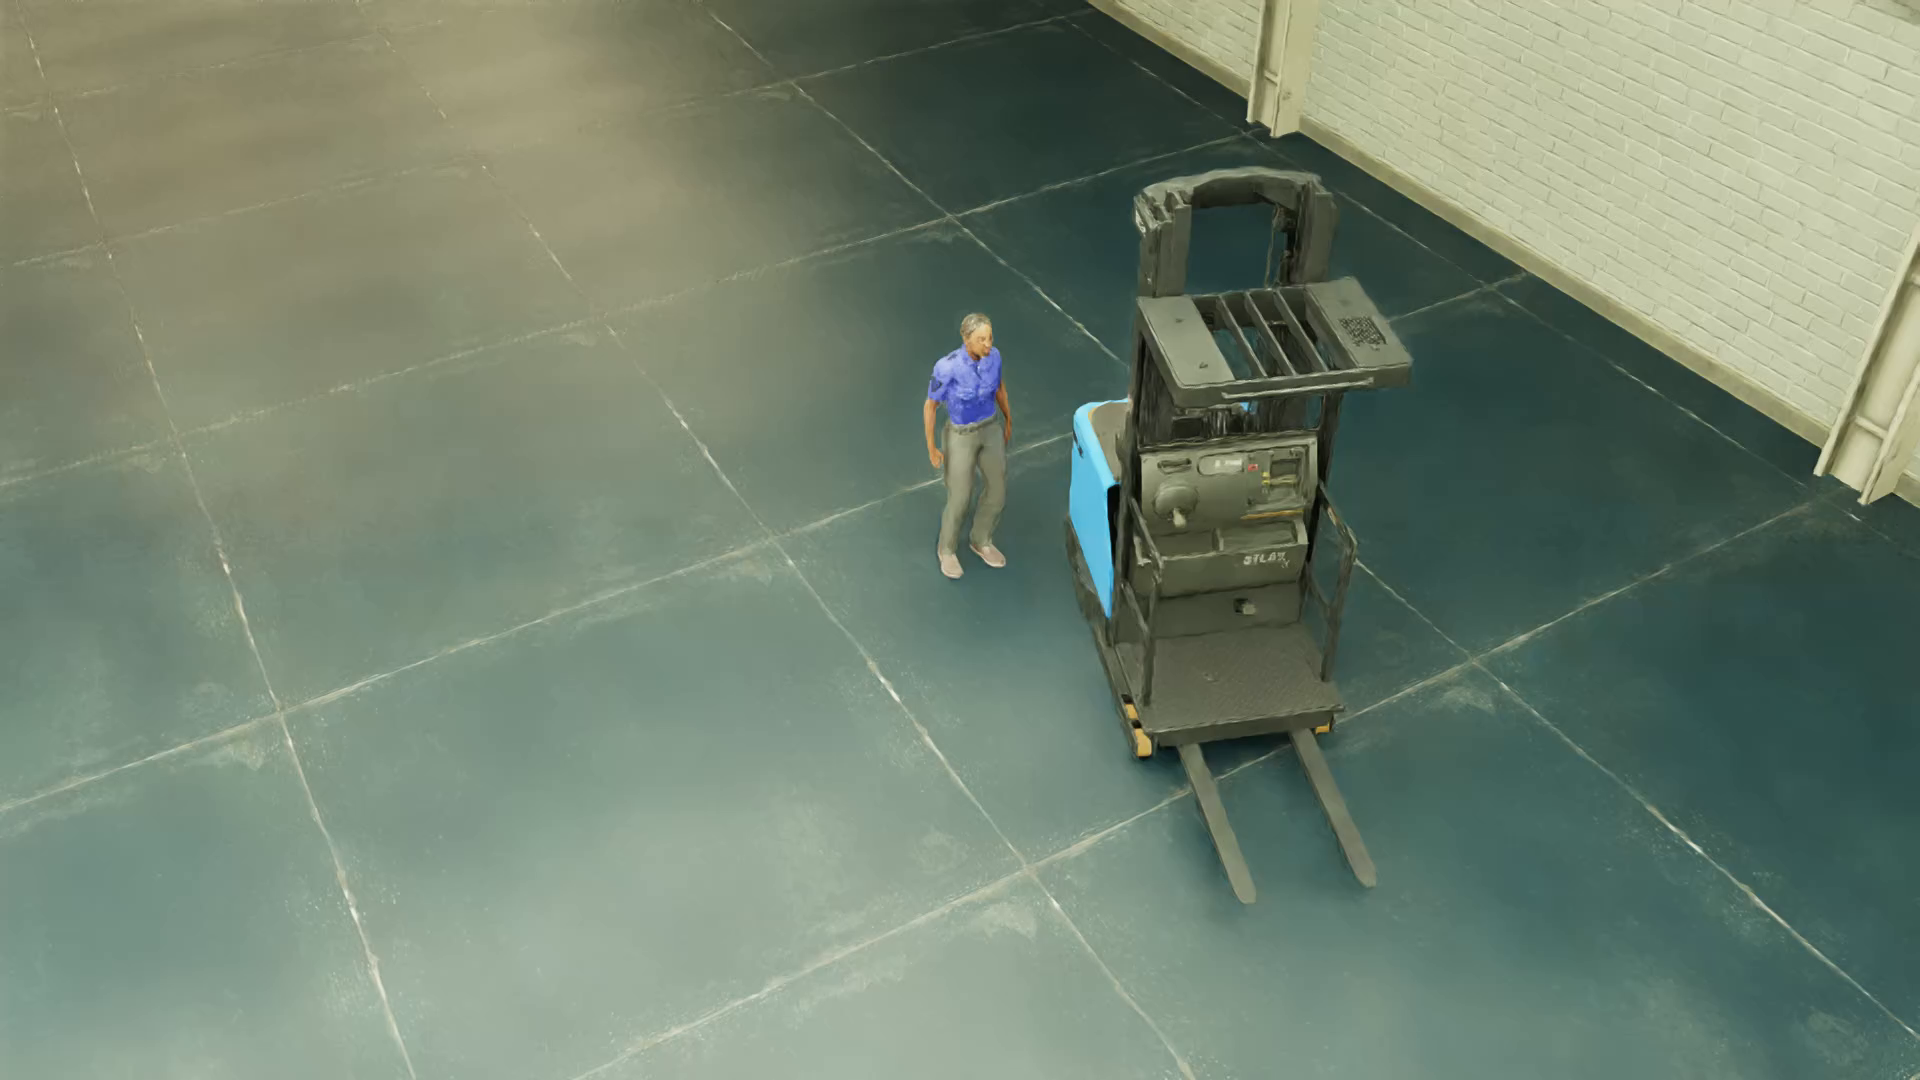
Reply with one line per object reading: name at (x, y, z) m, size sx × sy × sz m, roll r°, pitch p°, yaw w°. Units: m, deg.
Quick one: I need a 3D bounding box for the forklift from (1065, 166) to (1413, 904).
forklift at (1.410, -0.217, 8.297) m, size 1.130 × 2.935 × 3.031 m, roll -7°, pitch 40°, yaw -8°

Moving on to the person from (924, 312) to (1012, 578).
person at (0.101, -0.559, 9.743) m, size 0.614 × 1.621 × 0.470 m, roll -23°, pitch 45°, yaw -25°
